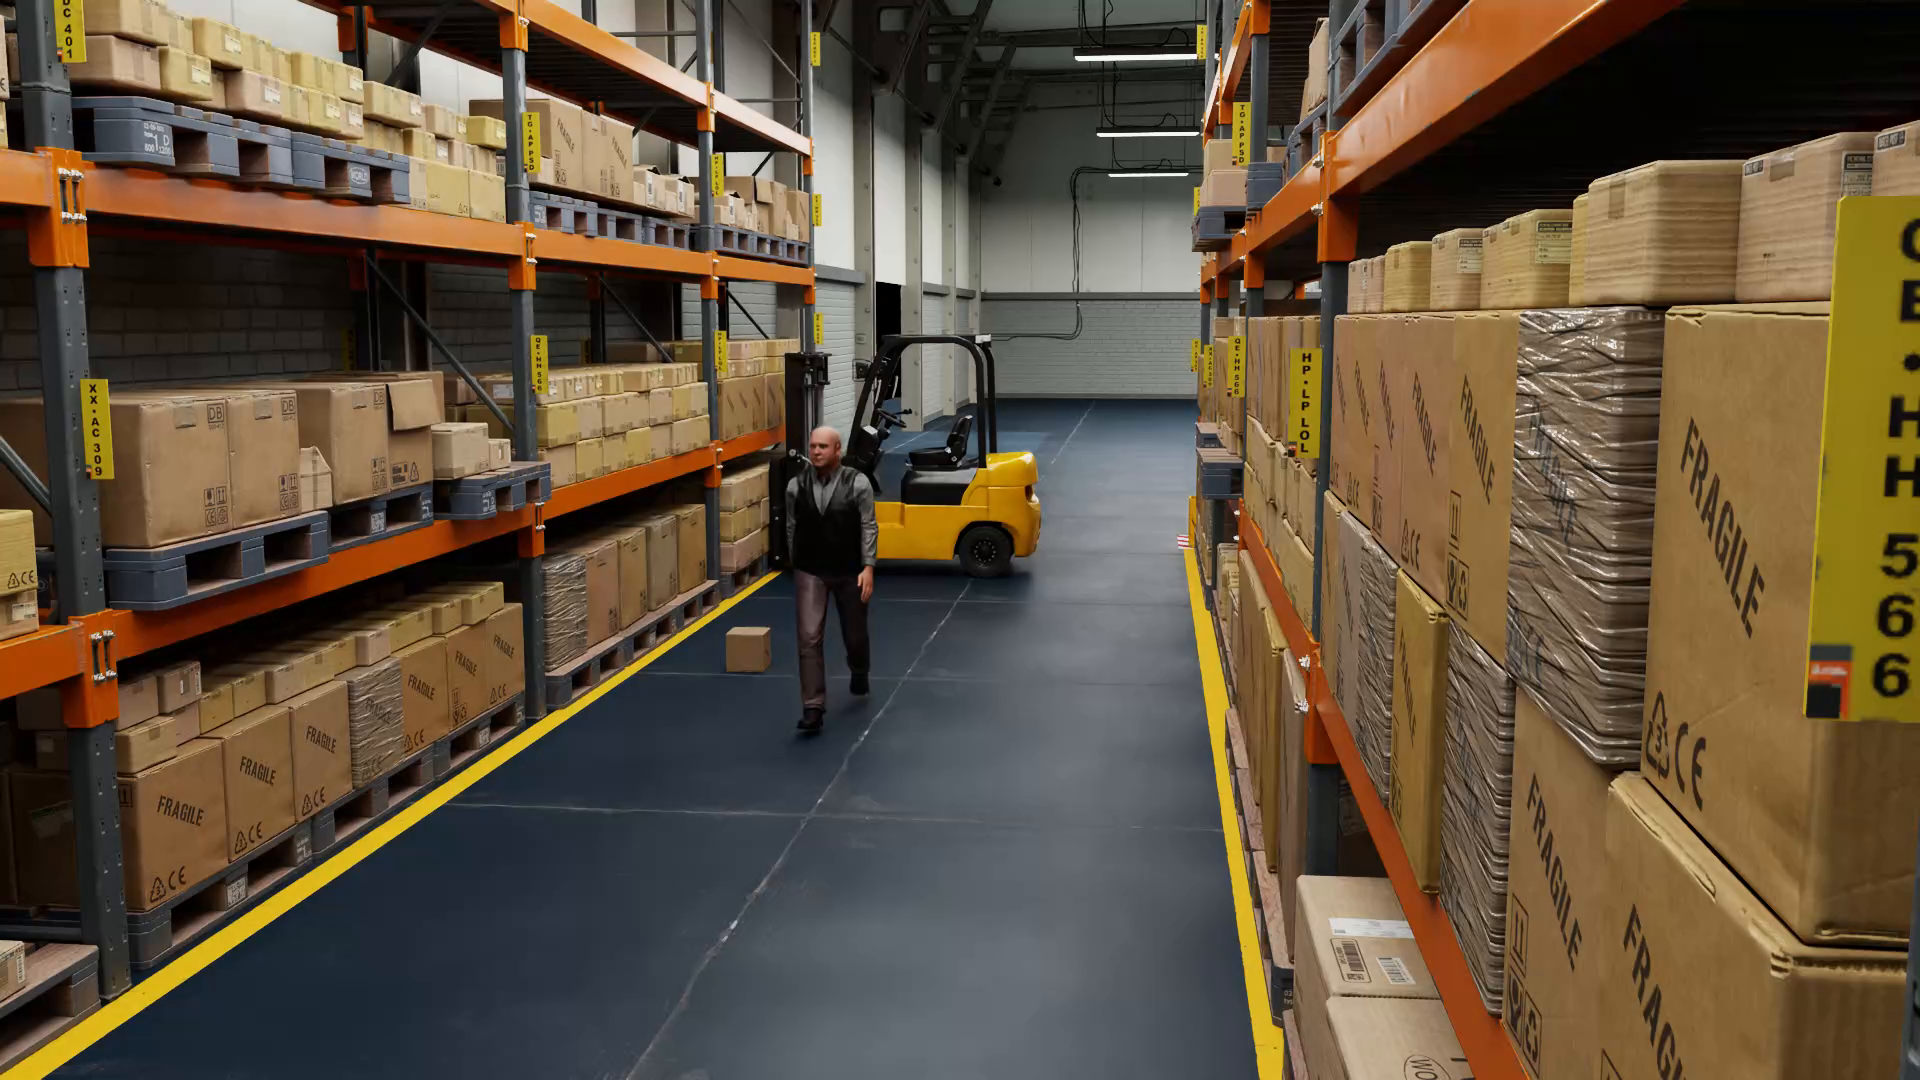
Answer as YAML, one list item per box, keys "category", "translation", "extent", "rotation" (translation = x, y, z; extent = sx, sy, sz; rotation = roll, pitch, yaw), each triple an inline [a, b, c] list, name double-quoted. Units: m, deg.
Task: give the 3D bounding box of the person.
- category: "person"
  translation: [-0.735, 0.183, 9.506]
  extent: [0.531, 1.677, 1.020]
  rotation: [0, 8, 3]
